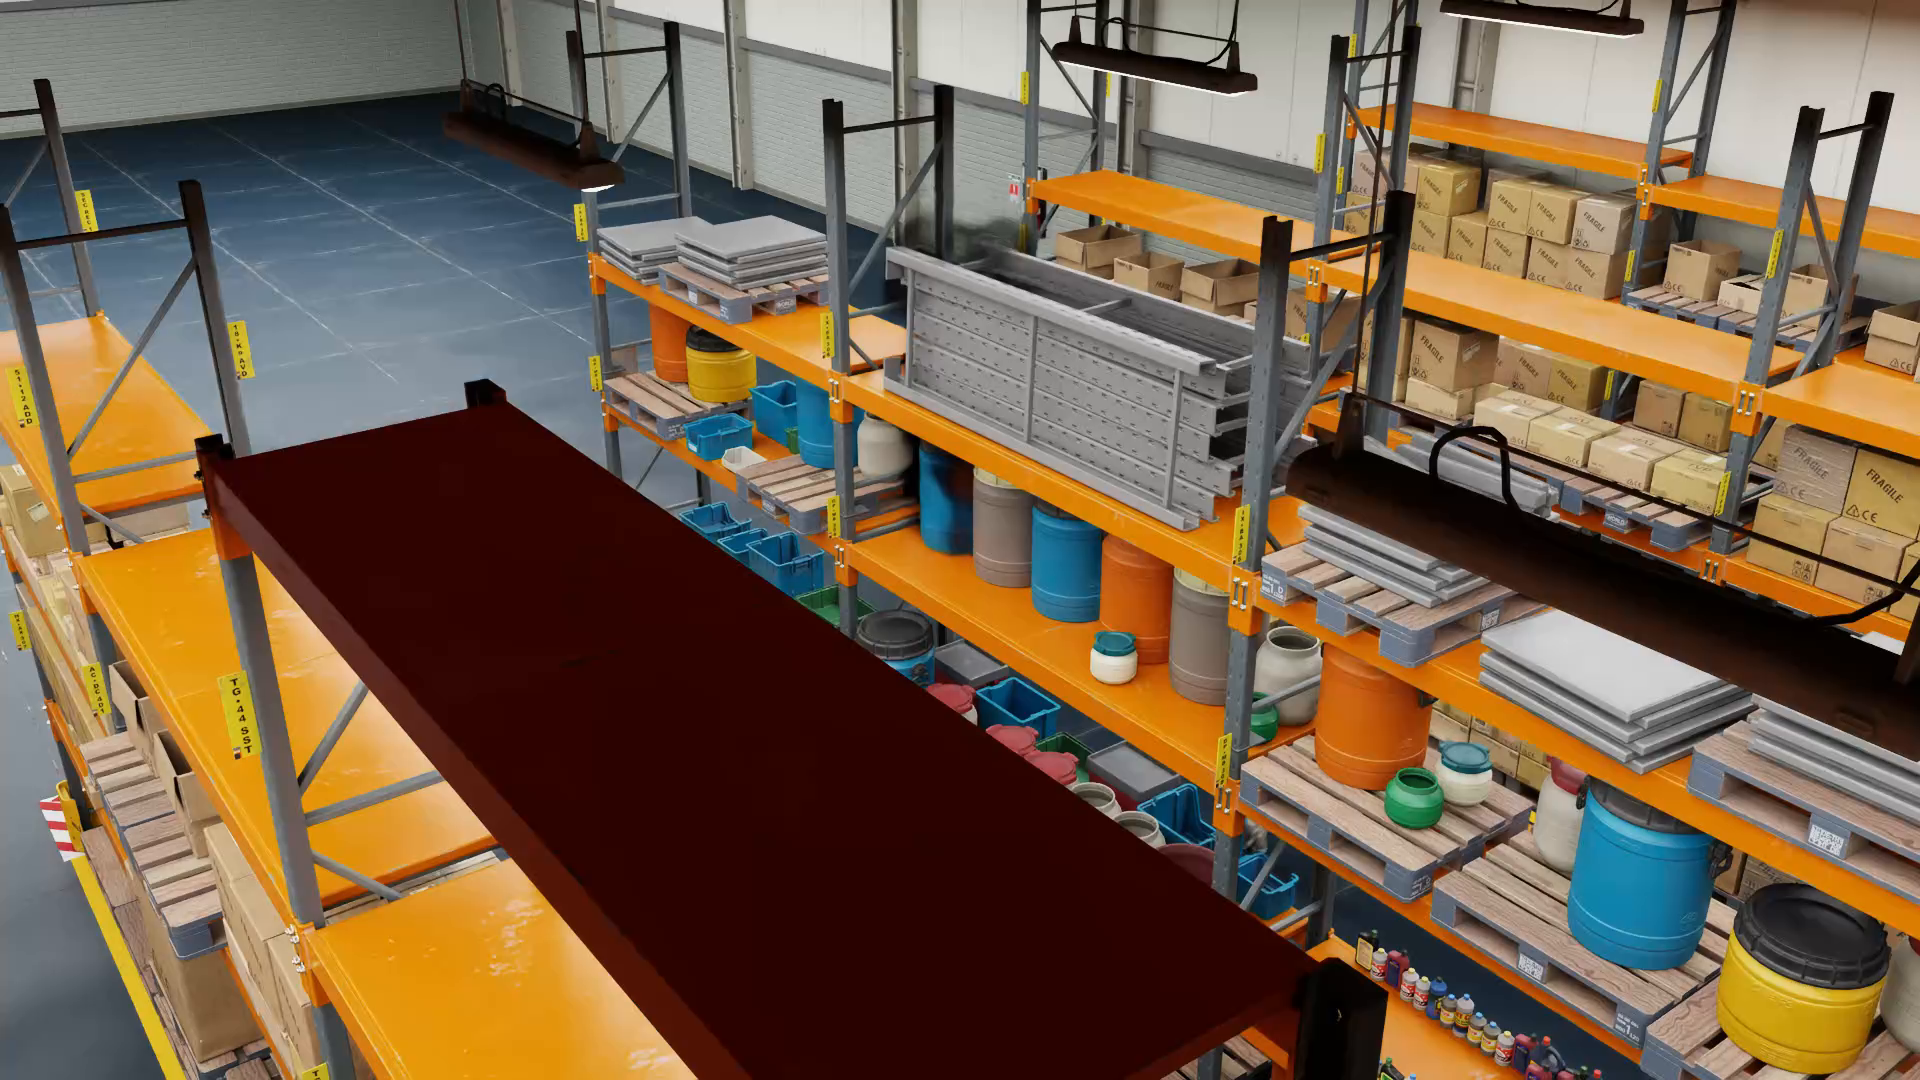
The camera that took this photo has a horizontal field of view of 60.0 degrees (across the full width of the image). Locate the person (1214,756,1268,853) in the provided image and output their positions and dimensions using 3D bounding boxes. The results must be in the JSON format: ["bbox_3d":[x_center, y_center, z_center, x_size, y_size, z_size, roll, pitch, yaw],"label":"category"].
[{"bbox_3d":[2.295,1.697,13.291,0.638,1.681,0.586,-18,31,-34],"label":"person"}]
